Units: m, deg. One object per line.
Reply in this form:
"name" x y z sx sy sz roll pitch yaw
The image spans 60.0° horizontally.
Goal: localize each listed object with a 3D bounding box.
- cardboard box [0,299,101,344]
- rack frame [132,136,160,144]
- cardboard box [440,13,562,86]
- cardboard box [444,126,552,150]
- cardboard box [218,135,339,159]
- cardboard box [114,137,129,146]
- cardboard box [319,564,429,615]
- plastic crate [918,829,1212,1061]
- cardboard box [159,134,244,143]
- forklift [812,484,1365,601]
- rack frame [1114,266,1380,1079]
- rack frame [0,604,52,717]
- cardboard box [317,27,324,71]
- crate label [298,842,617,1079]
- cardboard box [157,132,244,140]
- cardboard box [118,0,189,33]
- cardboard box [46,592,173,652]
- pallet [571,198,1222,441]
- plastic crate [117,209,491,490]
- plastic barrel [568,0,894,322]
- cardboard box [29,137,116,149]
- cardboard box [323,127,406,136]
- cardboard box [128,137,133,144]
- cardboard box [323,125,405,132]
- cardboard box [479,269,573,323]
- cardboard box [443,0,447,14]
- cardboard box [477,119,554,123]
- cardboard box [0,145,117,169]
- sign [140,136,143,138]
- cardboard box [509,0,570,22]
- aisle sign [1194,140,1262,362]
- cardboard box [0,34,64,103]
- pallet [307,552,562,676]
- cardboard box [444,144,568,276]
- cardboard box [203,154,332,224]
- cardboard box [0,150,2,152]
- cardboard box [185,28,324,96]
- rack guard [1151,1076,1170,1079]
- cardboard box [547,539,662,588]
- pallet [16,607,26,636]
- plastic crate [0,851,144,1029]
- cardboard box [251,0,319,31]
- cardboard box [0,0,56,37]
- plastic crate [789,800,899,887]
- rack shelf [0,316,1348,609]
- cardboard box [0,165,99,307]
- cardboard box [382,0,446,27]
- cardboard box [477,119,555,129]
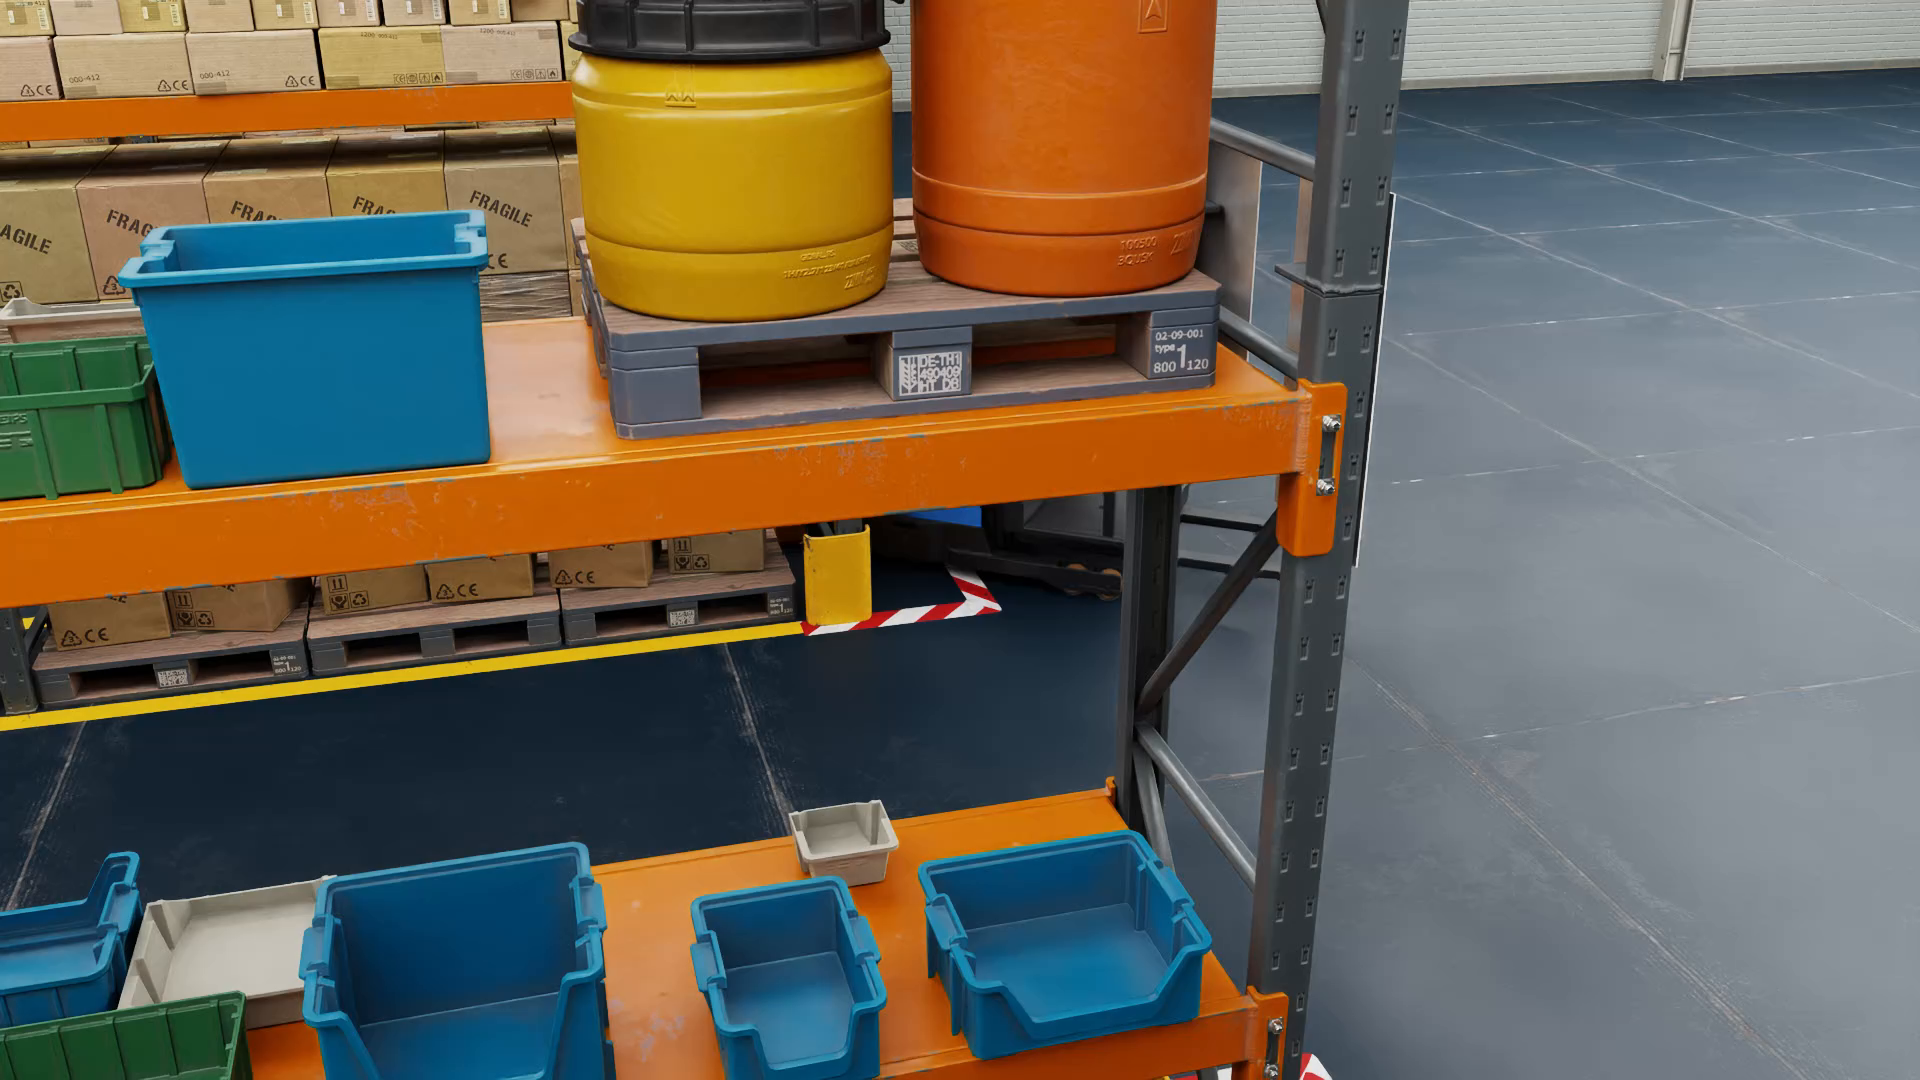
"cardboard box" -4.104 -0.950 7.657 0.500 0.500 0.875 -6 24 -14
"rack frame" -5.797 -2.637 12.092 0.127 3.000 1.000 -6 24 -14
"cardboard box" -2.074 -2.225 7.518 0.500 0.250 0.500 -6 24 -13
"cardboard box" -2.270 -1.752 8.257 0.500 0.500 0.500 -6 24 -14
"cardboard box" -3.232 -1.644 8.006 0.500 0.500 0.500 -6 24 -14
"cardboard box" -6.376 -2.729 12.180 0.500 0.500 0.500 -6 24 -14
"cardboard box" -3.032 0.025 8.525 0.500 0.500 0.500 -9 25 -19
"plastic crate" 0.234 0.946 3.929 0.616 0.251 0.499 -6 24 -14
"cardboard box" -5.445 -2.750 12.164 0.550 0.550 0.875 -6 24 -14
"forklift" 0.718 -1.257 8.962 3.031 2.935 1.130 8 25 19
"rack frame" 0.635 0.711 4.289 0.127 3.000 1.000 -6 24 -14
"rack frame" -4.554 -0.743 7.678 0.127 3.000 1.000 -6 24 -14
"cardboard box" -3.191 -2.308 7.712 0.500 0.250 0.500 -6 24 -15
"crate label" -1.064 0.994 3.585 0.616 0.435 0.502 -6 24 -14
"cardboard box" -5.432 -3.229 11.910 0.550 0.550 0.875 -6 24 -14
"cardboard box" -3.428 -2.271 7.120 0.250 0.149 0.380 -6 24 -13
"cardboard box" -4.158 0.185 8.152 0.500 0.500 0.500 -7 24 -16
"pallet" -0.188 -0.530 3.616 1.213 0.211 1.003 -6 24 -14
"plastic crate" -1.120 -0.343 2.961 0.575 0.384 0.392 -6 24 -14
"plastic barrel" -0.428 -0.777 3.182 0.600 0.588 0.600 0 23 0
"cardboard box" -6.273 -3.087 11.747 0.500 0.500 0.700 -7 24 -15
"cardboard box" -4.369 -2.830 12.351 0.550 0.550 0.875 -6 24 -14
"cardboard box" -10.547 -5.271 20.709 0.625 0.625 0.875 -7 24 -17
"cardboard box" -4.377 -3.337 12.162 0.550 0.550 0.875 -6 24 -14
"cardboard box" -2.182 -1.168 8.164 0.500 0.500 0.875 -6 24 -14
"cardboard box" -2.520 -2.551 7.771 0.250 0.149 0.380 -7 24 -15
"cardboard box" -3.394 -3.502 12.548 0.550 0.550 0.875 -6 24 -14
"cardboard box" -4.195 -1.538 7.758 0.500 0.500 0.500 -6 24 -14
"sign" -5.641 -2.928 11.401 0.005 0.325 0.100 -6 24 -14
"cardboard box" -1.909 -2.445 7.525 0.250 0.149 0.380 -6 24 -14
"aisle sign" 0.625 -0.602 4.053 0.004 0.787 0.394 -6 24 -14
"cardboard box" -4.052 -2.003 7.001 0.500 0.250 0.500 -7 24 -16
"pallet" -2.740 0.322 8.732 1.213 0.211 1.003 -6 24 -14
"cardboard box" -2.128 -1.551 7.789 0.500 0.500 0.500 -6 24 -14
"cardboard box" -3.090 -1.444 7.538 0.500 0.500 0.500 -6 24 -14
"cardboard box" -6.713 -2.472 11.581 0.500 0.500 0.500 -7 24 -15
"cardboard box" -3.062 -2.111 7.251 0.500 0.250 0.500 -7 24 -16
"rack guard" 0.575 1.886 4.721 0.348 0.500 1.175 -6 24 -14
"cardboard box" -1.875 -0.077 8.762 0.500 0.500 0.500 0 23 0
"pallet" -5.303 0.622 8.033 1.213 0.211 1.003 -6 24 -14
"plastic crate" -2.224 0.985 3.840 0.616 0.251 0.499 -6 24 -14
"cardboard box" -2.913 -2.307 7.203 0.250 0.149 0.380 -7 24 -15
"cardboard box" -3.920 -2.208 6.972 0.250 0.149 0.380 -8 24 -17
"plastic crate" -0.313 0.805 4.403 0.250 0.136 0.298 -6 24 -14
"rack shelf" -1.291 -0.124 3.343 4.000 0.370 1.077 -6 24 -14
"cardboard box" -4.052 -1.337 7.289 0.500 0.500 0.500 -6 24 -14
"cardboard box" -2.417 -2.367 7.342 0.250 0.149 0.380 -8 24 -17
"cardboard box" -3.387 -2.997 12.739 0.550 0.550 0.875 -6 24 -14
